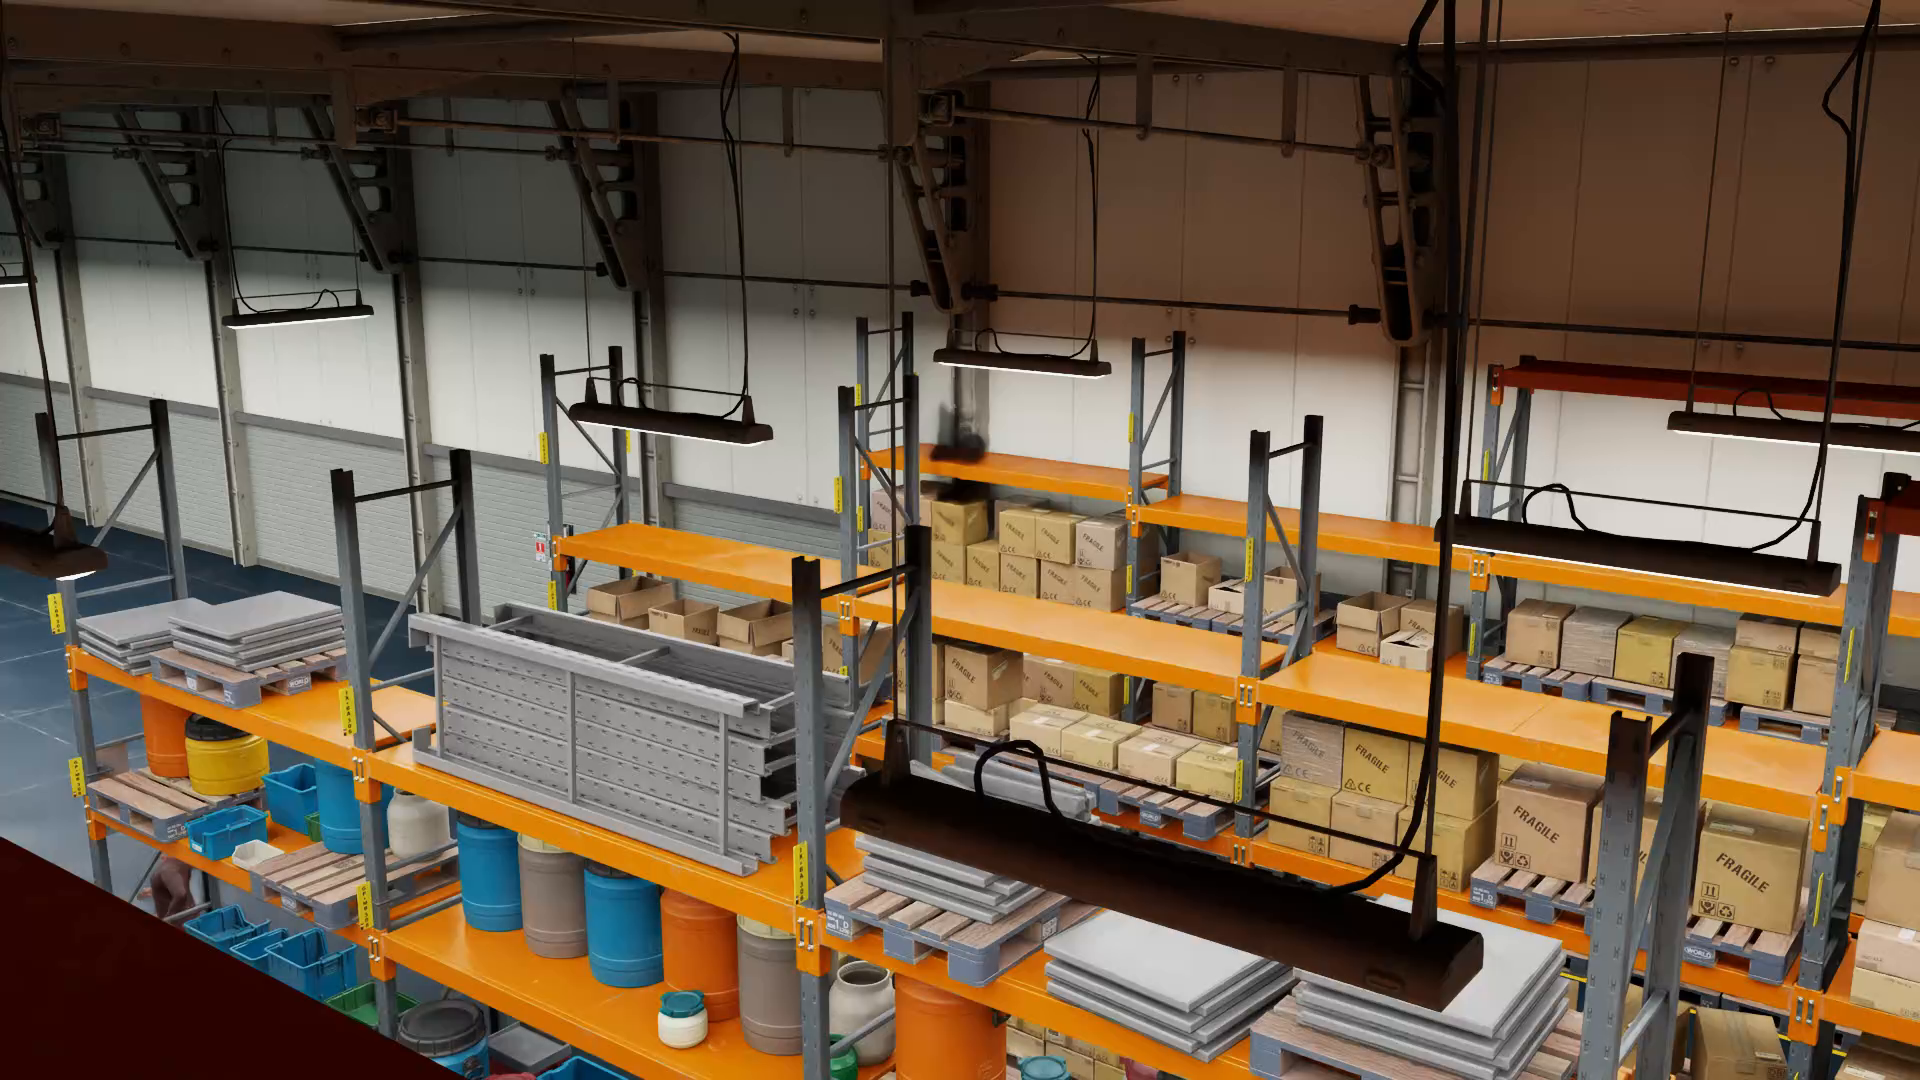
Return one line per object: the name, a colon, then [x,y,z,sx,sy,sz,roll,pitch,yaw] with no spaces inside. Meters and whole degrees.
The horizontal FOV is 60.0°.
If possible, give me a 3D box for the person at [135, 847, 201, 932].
person: [-7.362,3.640,15.693,0.818,1.853,0.744,0,13,-1]
